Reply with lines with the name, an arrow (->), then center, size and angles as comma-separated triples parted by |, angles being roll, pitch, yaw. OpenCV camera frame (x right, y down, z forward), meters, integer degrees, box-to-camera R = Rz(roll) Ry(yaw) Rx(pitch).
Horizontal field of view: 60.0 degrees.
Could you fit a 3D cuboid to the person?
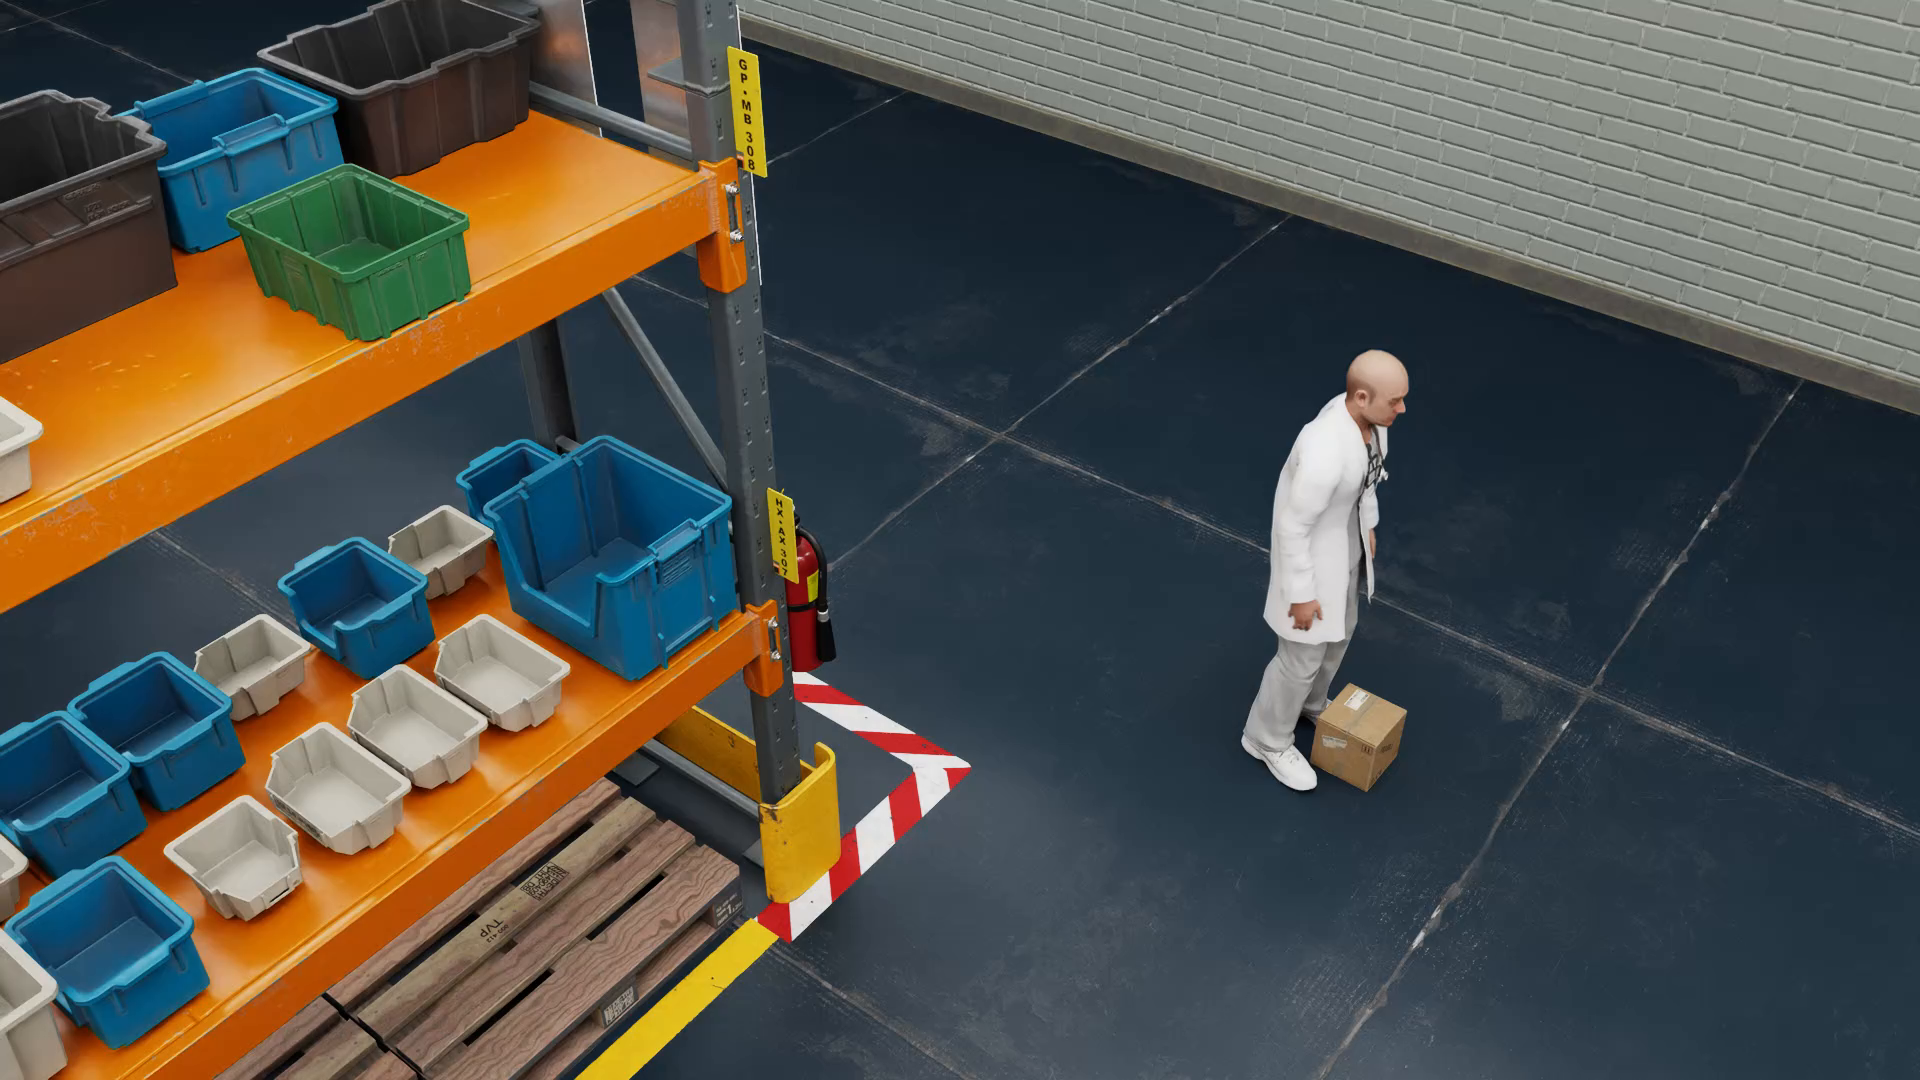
person -> 1.340, 0.071, 6.075 | 0.415, 1.774, 0.654 | 24, 44, 28
